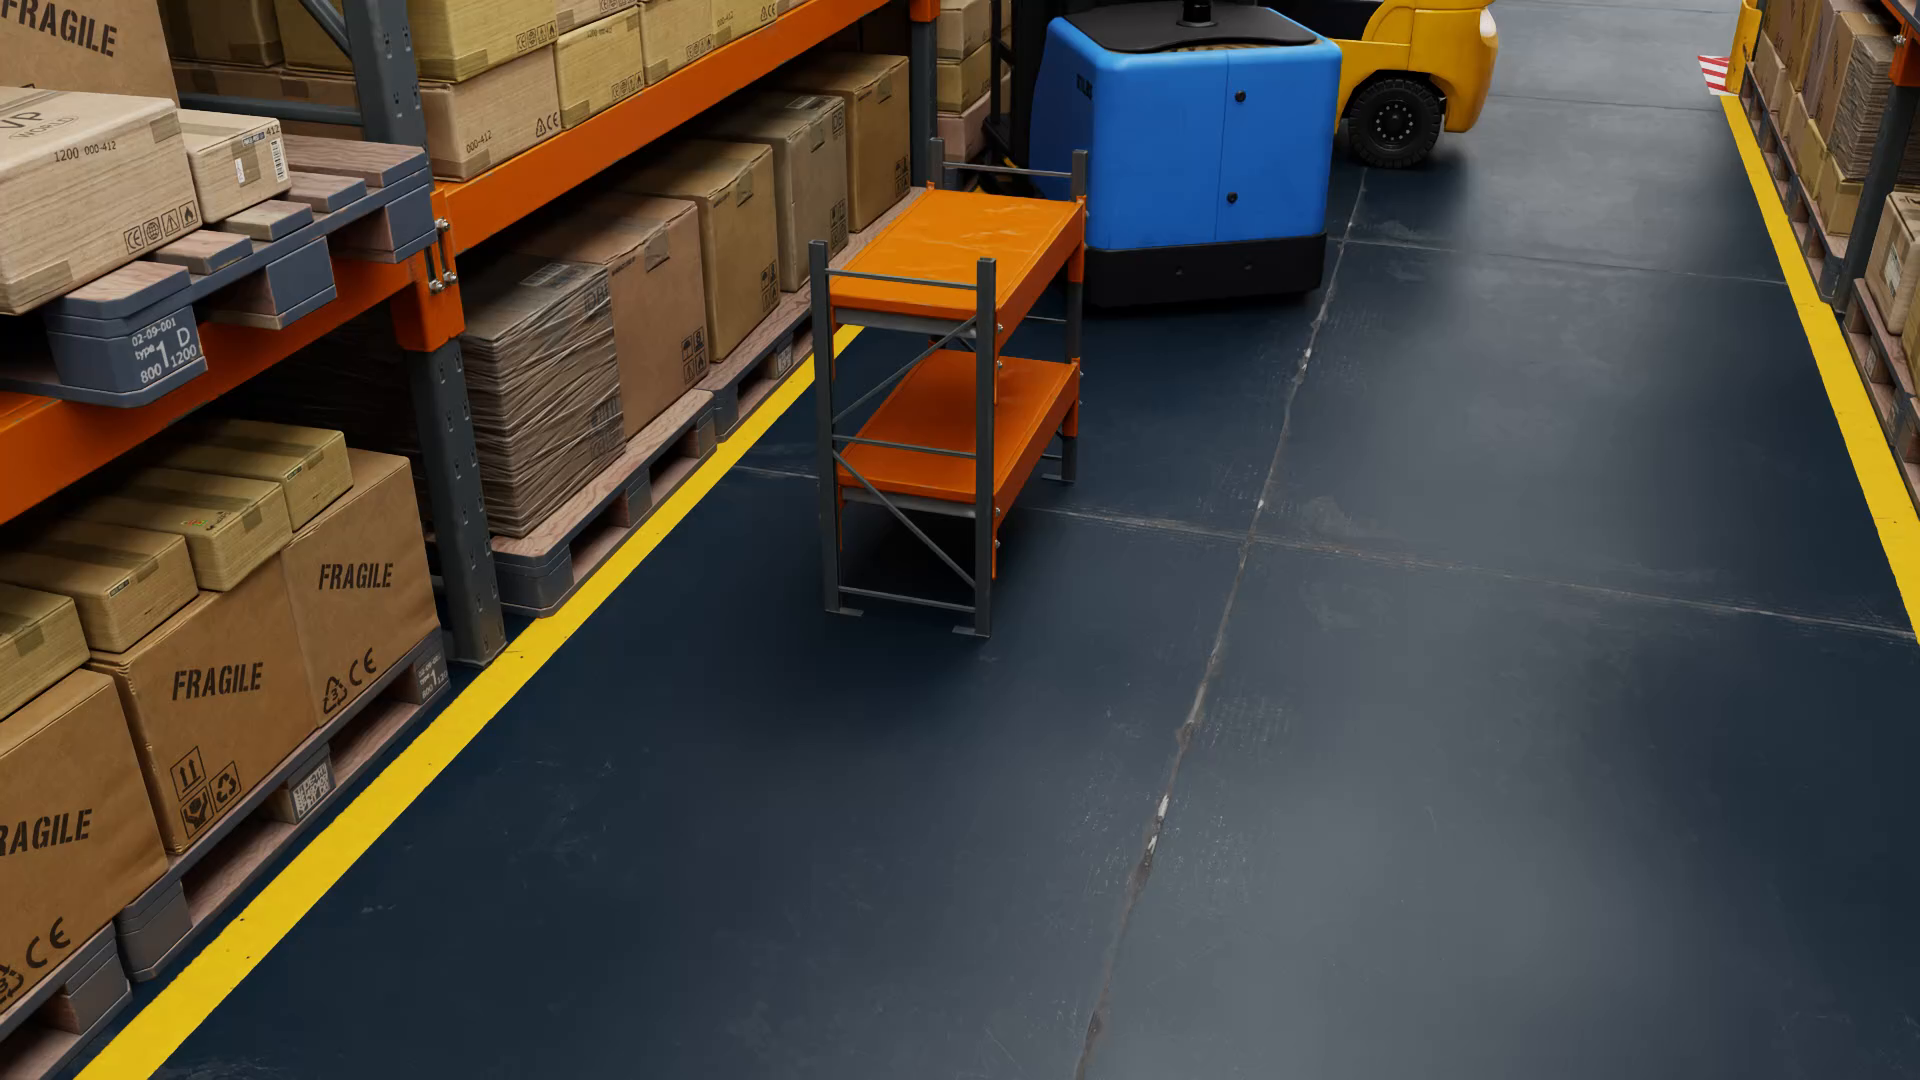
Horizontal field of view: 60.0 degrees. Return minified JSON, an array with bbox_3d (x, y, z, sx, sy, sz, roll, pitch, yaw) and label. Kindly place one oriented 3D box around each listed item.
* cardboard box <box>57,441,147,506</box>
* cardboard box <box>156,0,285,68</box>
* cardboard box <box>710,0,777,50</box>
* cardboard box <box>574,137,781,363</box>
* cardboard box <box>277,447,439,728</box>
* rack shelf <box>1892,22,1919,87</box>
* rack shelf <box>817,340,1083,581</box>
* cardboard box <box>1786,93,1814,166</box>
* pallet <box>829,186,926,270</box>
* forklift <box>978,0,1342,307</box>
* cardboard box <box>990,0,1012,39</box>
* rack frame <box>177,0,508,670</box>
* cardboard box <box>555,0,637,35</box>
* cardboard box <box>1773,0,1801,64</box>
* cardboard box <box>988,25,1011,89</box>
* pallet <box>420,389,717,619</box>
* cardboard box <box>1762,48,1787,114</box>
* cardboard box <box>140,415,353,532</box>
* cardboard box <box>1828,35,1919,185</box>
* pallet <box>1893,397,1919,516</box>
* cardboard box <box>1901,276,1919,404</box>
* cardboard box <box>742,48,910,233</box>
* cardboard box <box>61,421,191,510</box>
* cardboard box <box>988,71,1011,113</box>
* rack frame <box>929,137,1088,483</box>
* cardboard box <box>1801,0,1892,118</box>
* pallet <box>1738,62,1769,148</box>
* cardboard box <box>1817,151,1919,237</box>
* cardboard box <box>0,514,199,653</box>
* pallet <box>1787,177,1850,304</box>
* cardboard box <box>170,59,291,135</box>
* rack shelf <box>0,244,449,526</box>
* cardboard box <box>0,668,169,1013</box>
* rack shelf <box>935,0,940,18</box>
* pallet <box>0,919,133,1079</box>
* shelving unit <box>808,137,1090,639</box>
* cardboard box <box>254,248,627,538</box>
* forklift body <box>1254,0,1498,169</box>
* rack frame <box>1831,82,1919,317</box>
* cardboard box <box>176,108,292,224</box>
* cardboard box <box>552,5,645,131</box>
[{"bbox_3d":[-2.226,-0.228,4.047,0.380,0.149,0.250,10,31,17],"label":"cardboard box"},{"bbox_3d":[-1.909,-1.453,4.416,0.500,0.250,0.500,9,30,16],"label":"cardboard box"},{"bbox_3d":[-0.961,-1.872,5.683,0.500,0.250,0.500,9,30,16],"label":"cardboard box"},{"bbox_3d":[-1.197,-1.103,6.158,0.875,0.625,0.625,7,30,13],"label":"cardboard box"},{"bbox_3d":[-1.694,0.084,4.152,0.500,0.500,0.500,9,30,16],"label":"cardboard box"},{"bbox_3d":[3.558,-0.960,4.630,1.077,0.370,4.000,8,30,15],"label":"rack shelf"},{"bbox_3d":[-0.002,-0.275,5.090,0.538,0.278,1.000,8,30,15],"label":"rack shelf"},{"bbox_3d":[4.362,-1.983,8.126,0.500,0.250,0.500,9,30,16],"label":"cardboard box"},{"bbox_3d":[-0.780,-1.344,7.449,1.003,0.211,1.213,8,30,15],"label":"pallet"},{"bbox_3d":[0.714,-2.936,7.513,1.130,2.935,3.031,-6,30,-11],"label":"forklift"},{"bbox_3d":[0.001,-2.746,8.468,0.500,0.250,0.500,9,30,15],"label":"cardboard box"},{"bbox_3d":[-1.775,-1.052,4.055,1.000,3.000,0.127,8,30,15],"label":"rack frame"},{"bbox_3d":[-1.263,-1.608,4.696,0.500,0.250,0.500,9,30,16],"label":"cardboard box"},{"bbox_3d":[4.662,-2.782,8.791,0.500,0.500,0.500,7,30,13],"label":"cardboard box"},{"bbox_3d":[-0.018,-2.526,8.587,0.500,0.250,0.500,8,30,15],"label":"cardboard box"},{"bbox_3d":[-1.496,-0.210,5.410,1.003,0.211,1.213,8,30,15],"label":"pallet"},{"bbox_3d":[4.661,-2.473,9.007,0.500,0.250,0.500,10,30,17],"label":"cardboard box"},{"bbox_3d":[-1.678,-0.161,3.925,0.380,0.149,0.250,7,30,12],"label":"cardboard box"},{"bbox_3d":[4.062,-1.827,7.073,0.500,0.500,0.500,8,30,14],"label":"cardboard box"},{"bbox_3d":[3.562,-0.054,5.131,1.003,0.211,1.213,8,30,15],"label":"pallet"},{"bbox_3d":[3.786,-0.660,5.623,0.950,0.372,0.625,10,31,18],"label":"cardboard box"},{"bbox_3d":[-0.744,-1.812,7.433,0.875,0.625,0.625,10,31,17],"label":"cardboard box"},{"bbox_3d":[-2.167,0.013,4.280,0.500,0.500,0.500,10,31,17],"label":"cardboard box"},{"bbox_3d":[-0.008,-2.308,8.710,0.500,0.250,0.500,8,30,14],"label":"cardboard box"},{"bbox_3d":[0.147,-0.725,5.396,0.500,1.125,0.032,8,30,15],"label":"rack frame"},{"bbox_3d":[4.358,-2.301,7.925,0.500,0.500,0.500,10,31,18],"label":"cardboard box"},{"bbox_3d":[5.025,-2.436,9.413,1.003,0.211,1.213,8,30,15],"label":"pallet"},{"bbox_3d":[4.062,-1.499,7.255,0.500,0.250,0.500,10,31,17],"label":"cardboard box"},{"bbox_3d":[-1.848,0.087,3.480,0.380,0.149,0.250,7,30,13],"label":"cardboard box"},{"bbox_3d":[4.308,-1.302,7.374,1.003,0.211,1.213,8,30,15],"label":"pallet"},{"bbox_3d":[-1.888,-1.231,4.532,0.500,0.250,0.500,8,30,14],"label":"cardboard box"},{"bbox_3d":[-2.362,0.192,2.559,1.077,0.370,4.000,8,30,15],"label":"rack shelf"},{"bbox_3d":[-2.002,0.559,3.299,0.500,0.500,0.500,10,31,17],"label":"cardboard box"},{"bbox_3d":[-0.014,-3.526,9.242,1.077,0.370,4.000,8,30,15],"label":"rack shelf"},{"bbox_3d":[-2.390,1.074,3.103,1.003,0.211,1.213,8,30,15],"label":"pallet"},{"bbox_3d":[-0.002,-0.488,4.971,0.538,1.125,1.048,8,30,15],"label":"shelving unit"},{"bbox_3d":[-1.579,-0.485,5.047,0.875,0.625,0.625,9,30,16],"label":"cardboard box"},{"bbox_3d":[1.760,-3.257,8.892,2.313,2.155,1.214,8,30,15],"label":"forklift body"},{"bbox_3d":[4.145,-2.204,6.126,1.000,3.000,0.127,8,30,15],"label":"rack frame"},{"bbox_3d":[-1.601,-0.765,3.367,0.380,0.149,0.250,9,30,16],"label":"cardboard box"},{"bbox_3d":[-1.259,-1.390,4.818,0.500,0.250,0.500,8,30,14],"label":"cardboard box"}]
